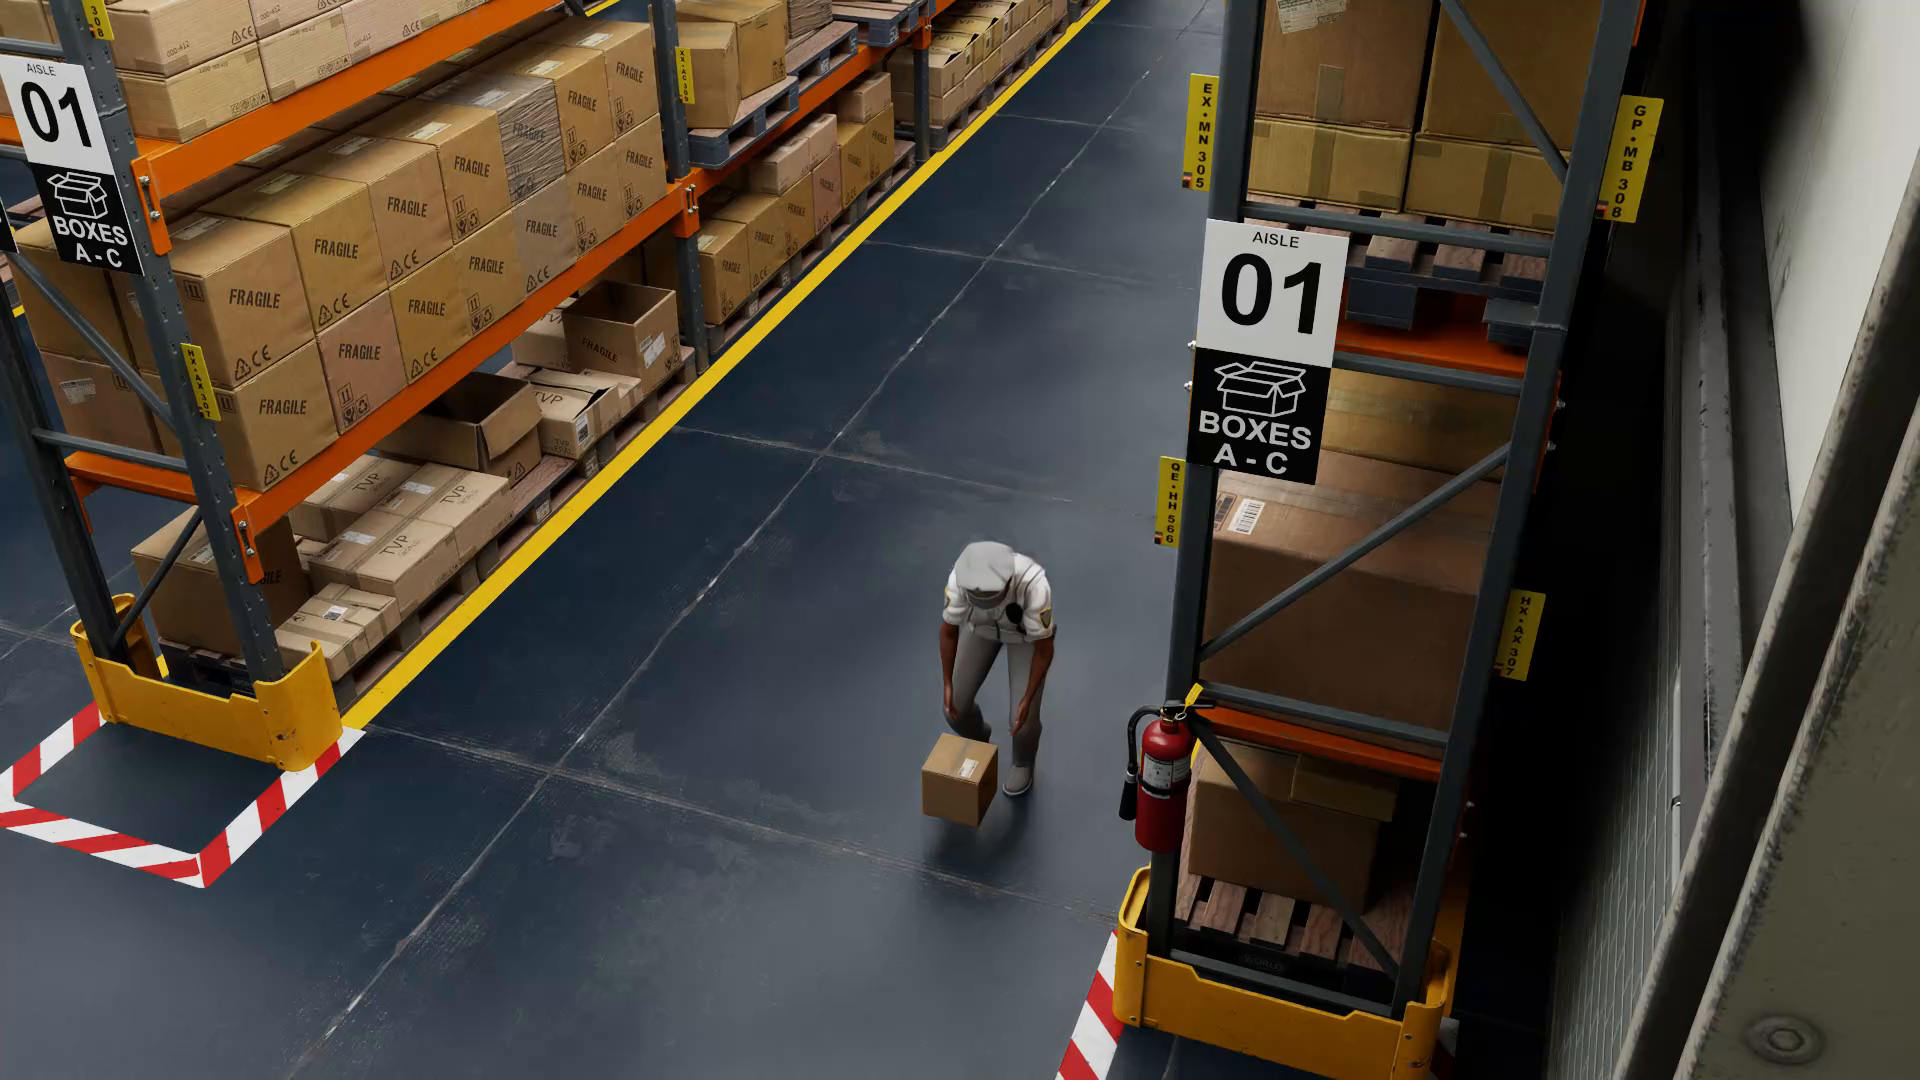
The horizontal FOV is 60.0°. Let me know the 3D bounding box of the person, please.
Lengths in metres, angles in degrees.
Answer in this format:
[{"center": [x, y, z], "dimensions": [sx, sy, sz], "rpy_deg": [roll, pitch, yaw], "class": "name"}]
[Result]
[{"center": [0.180, 0.501, 7.092], "dimensions": [0.496, 1.360, 0.724], "rpy_deg": [11, 35, 17], "class": "person"}]
